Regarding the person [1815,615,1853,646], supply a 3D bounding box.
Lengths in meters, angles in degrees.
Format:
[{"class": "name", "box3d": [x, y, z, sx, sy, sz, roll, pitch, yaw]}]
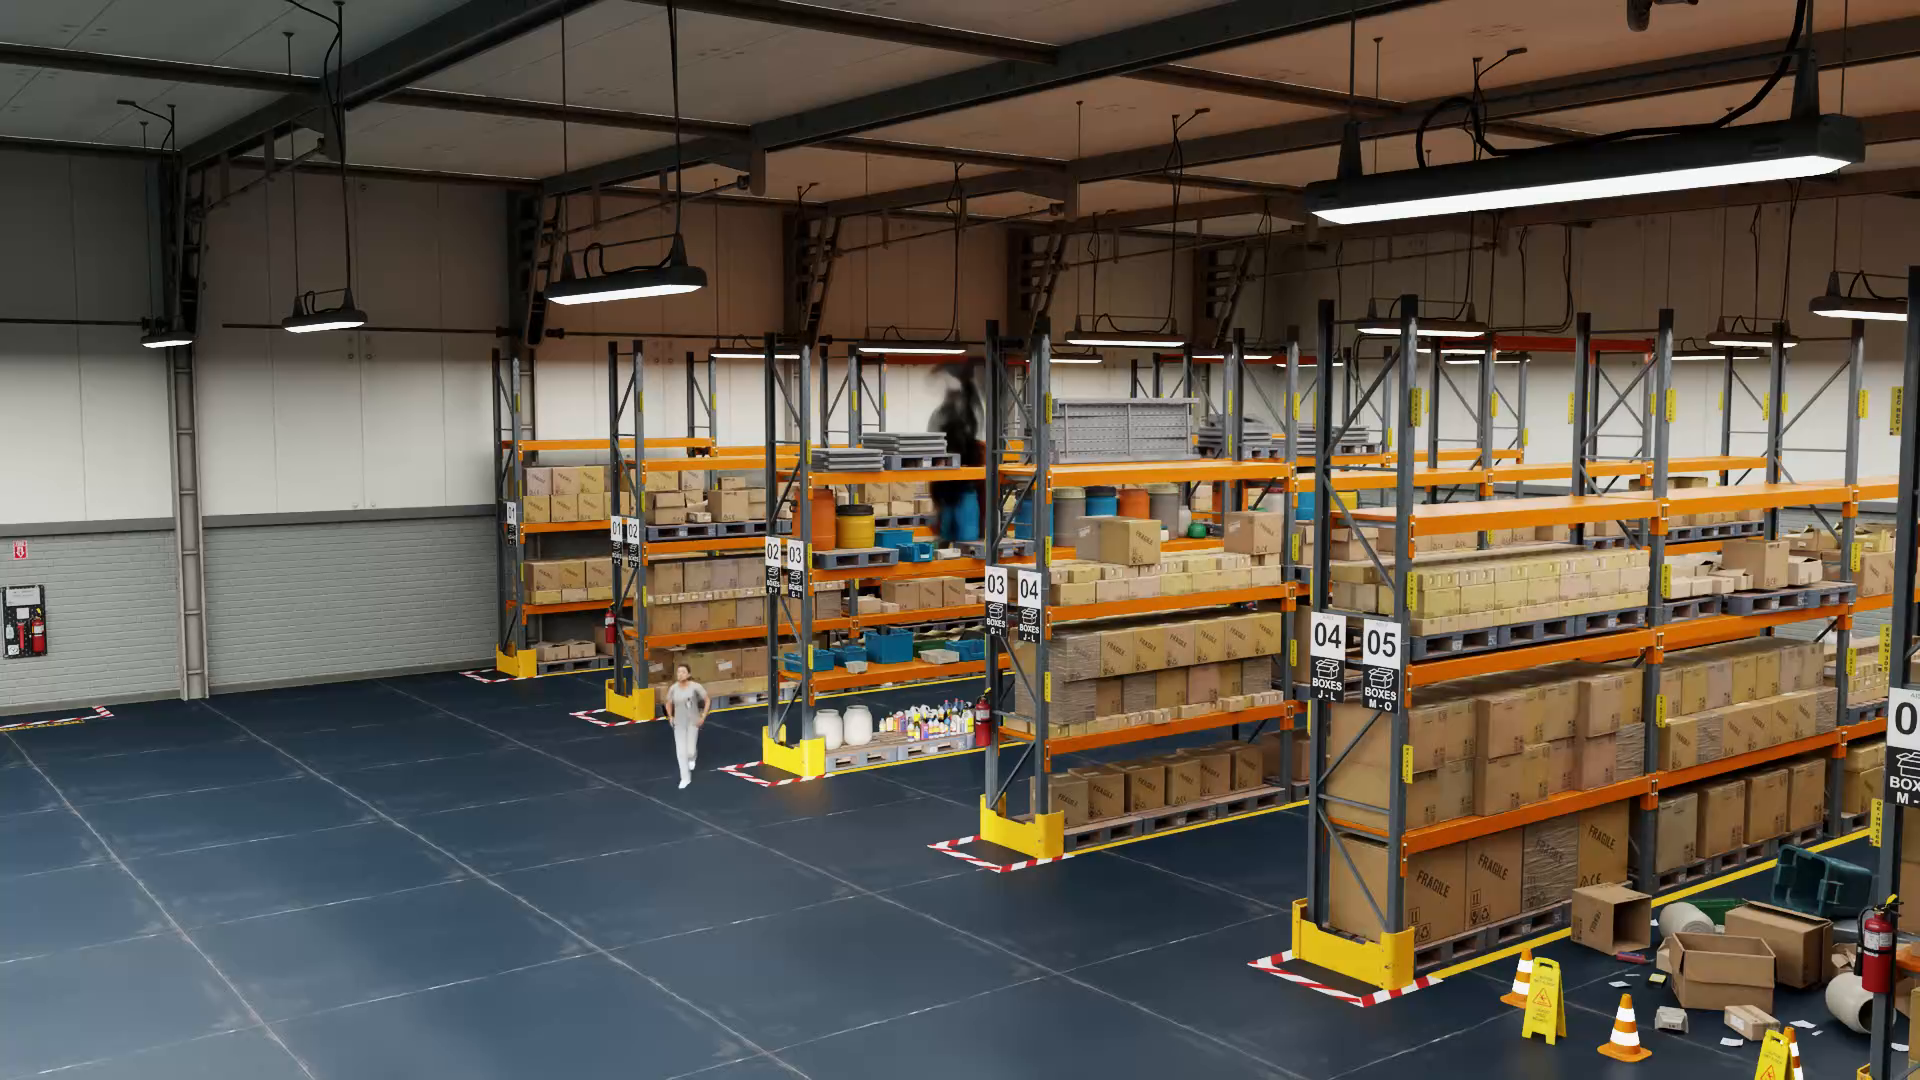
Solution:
[{"class": "person", "box3d": [14.093, 1.980, 26.822, 0.621, 1.658, 0.596, 3, 6, 28]}]

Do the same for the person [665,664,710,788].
[{"class": "person", "box3d": [-3.594, 2.444, 21.979, 0.584, 1.629, 0.634, 0, 5, 6]}]
